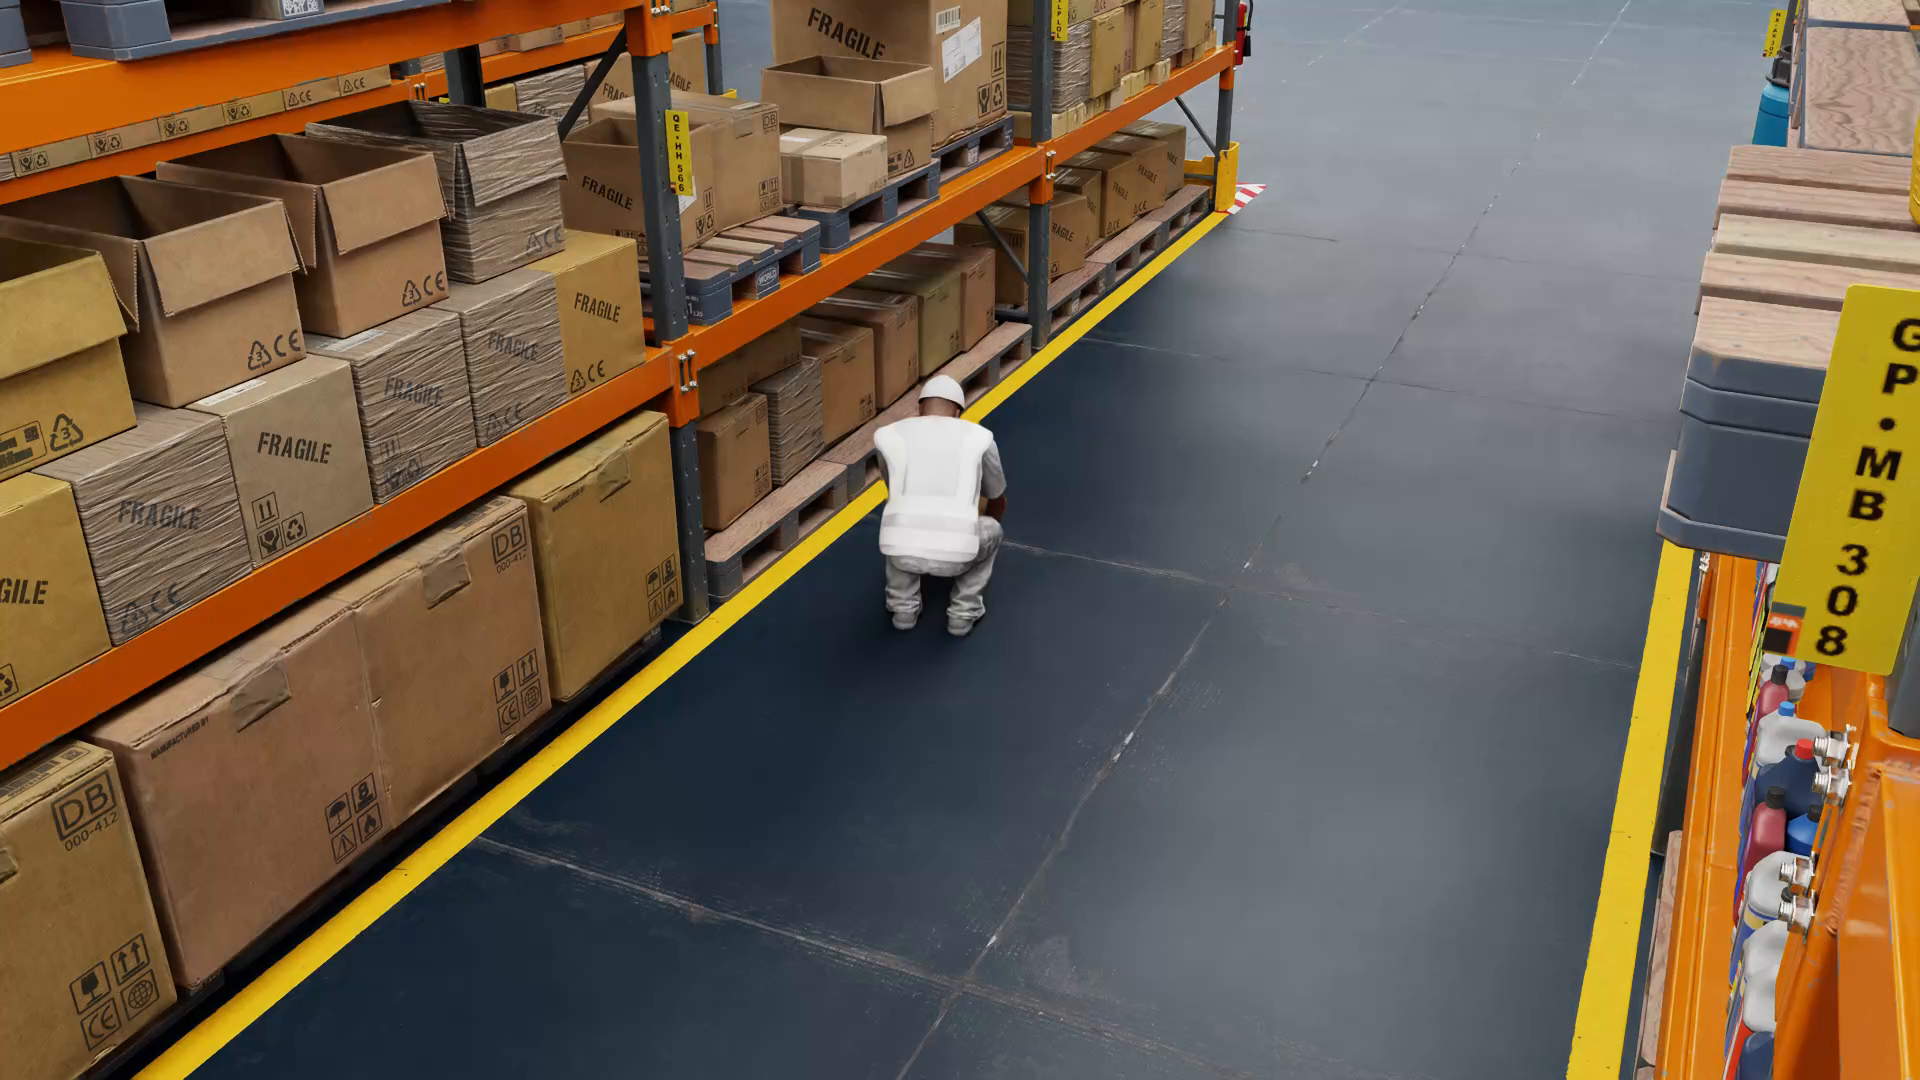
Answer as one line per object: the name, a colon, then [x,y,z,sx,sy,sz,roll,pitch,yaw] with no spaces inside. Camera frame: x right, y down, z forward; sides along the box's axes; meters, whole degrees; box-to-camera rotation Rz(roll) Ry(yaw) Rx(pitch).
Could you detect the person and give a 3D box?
person: [-0.104,-0.152,7.319,0.577,0.991,0.894,6,26,12]
